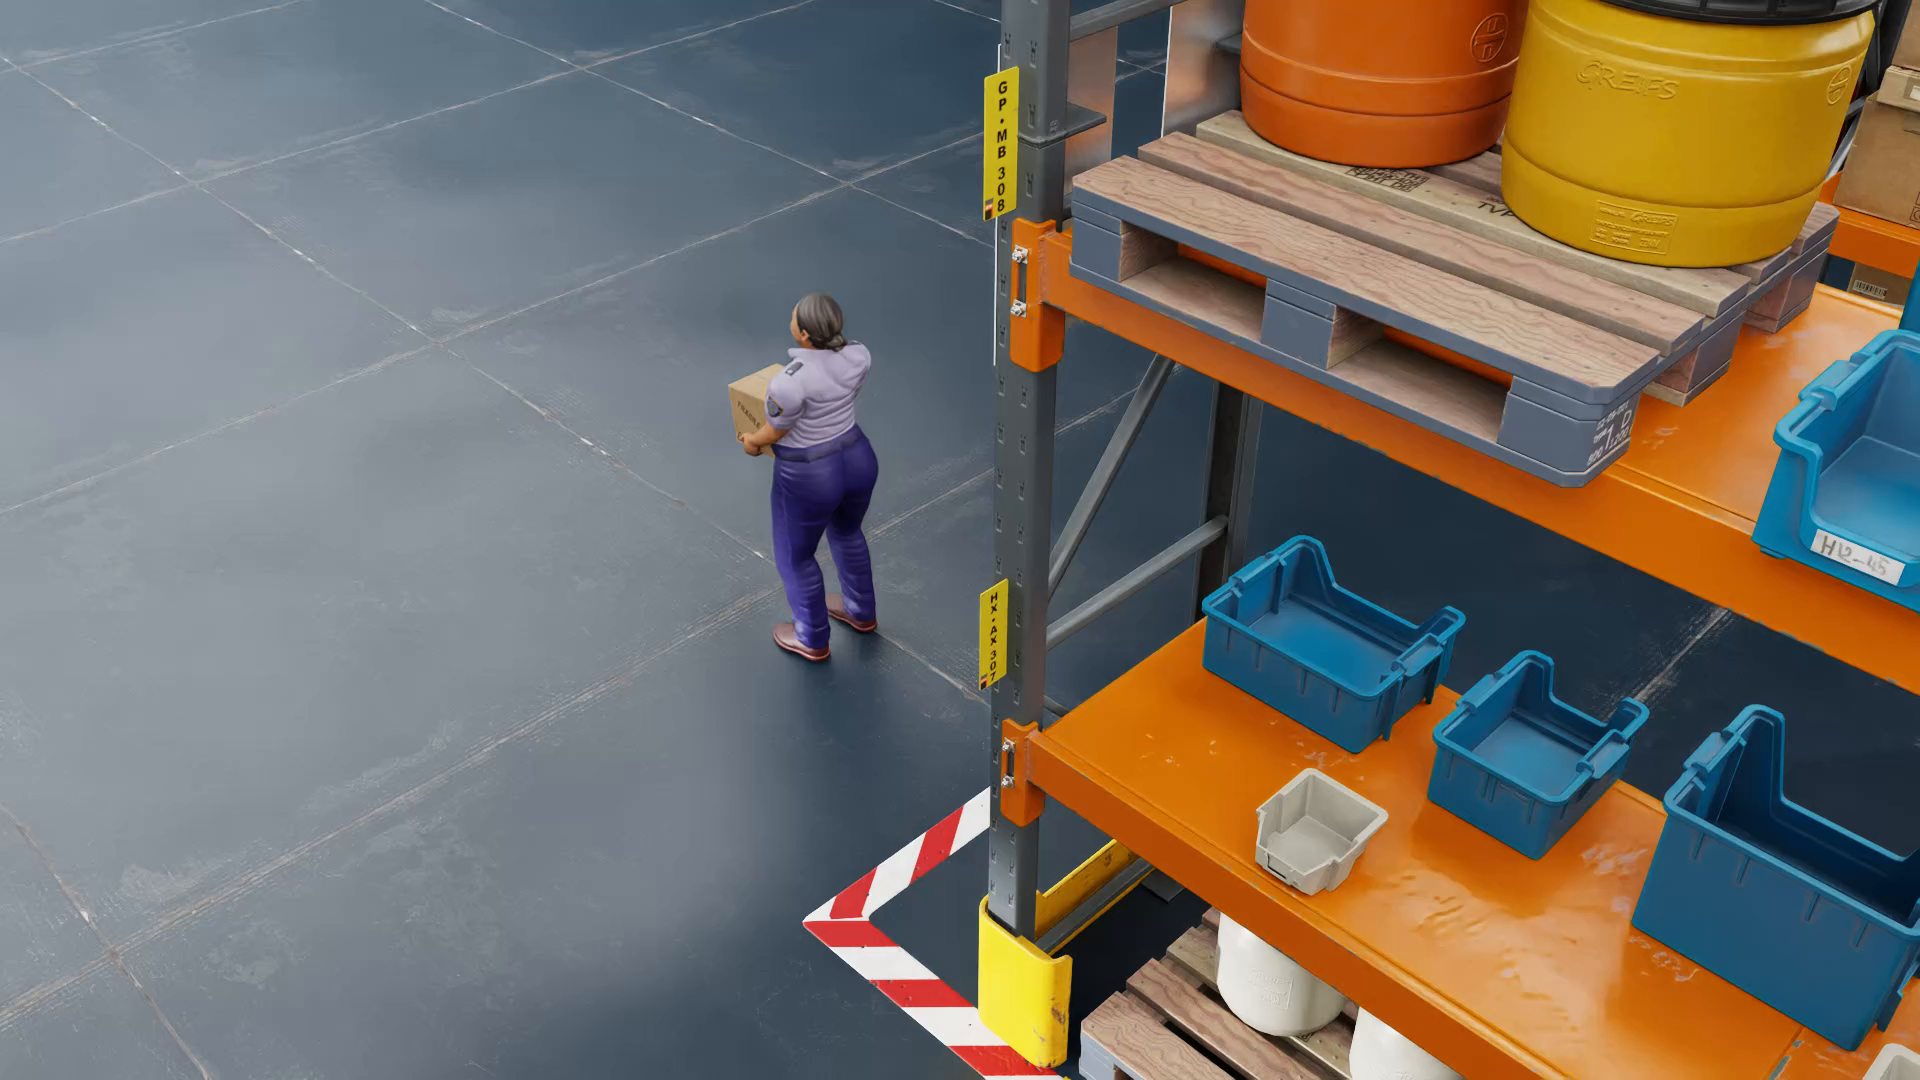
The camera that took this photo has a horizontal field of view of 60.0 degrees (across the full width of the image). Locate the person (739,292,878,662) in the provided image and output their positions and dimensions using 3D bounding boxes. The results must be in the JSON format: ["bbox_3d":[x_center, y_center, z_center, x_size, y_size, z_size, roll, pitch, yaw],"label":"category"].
[{"bbox_3d":[-0.604,-0.285,6.575,0.452,1.622,0.516,-30,45,-35],"label":"person"}]
